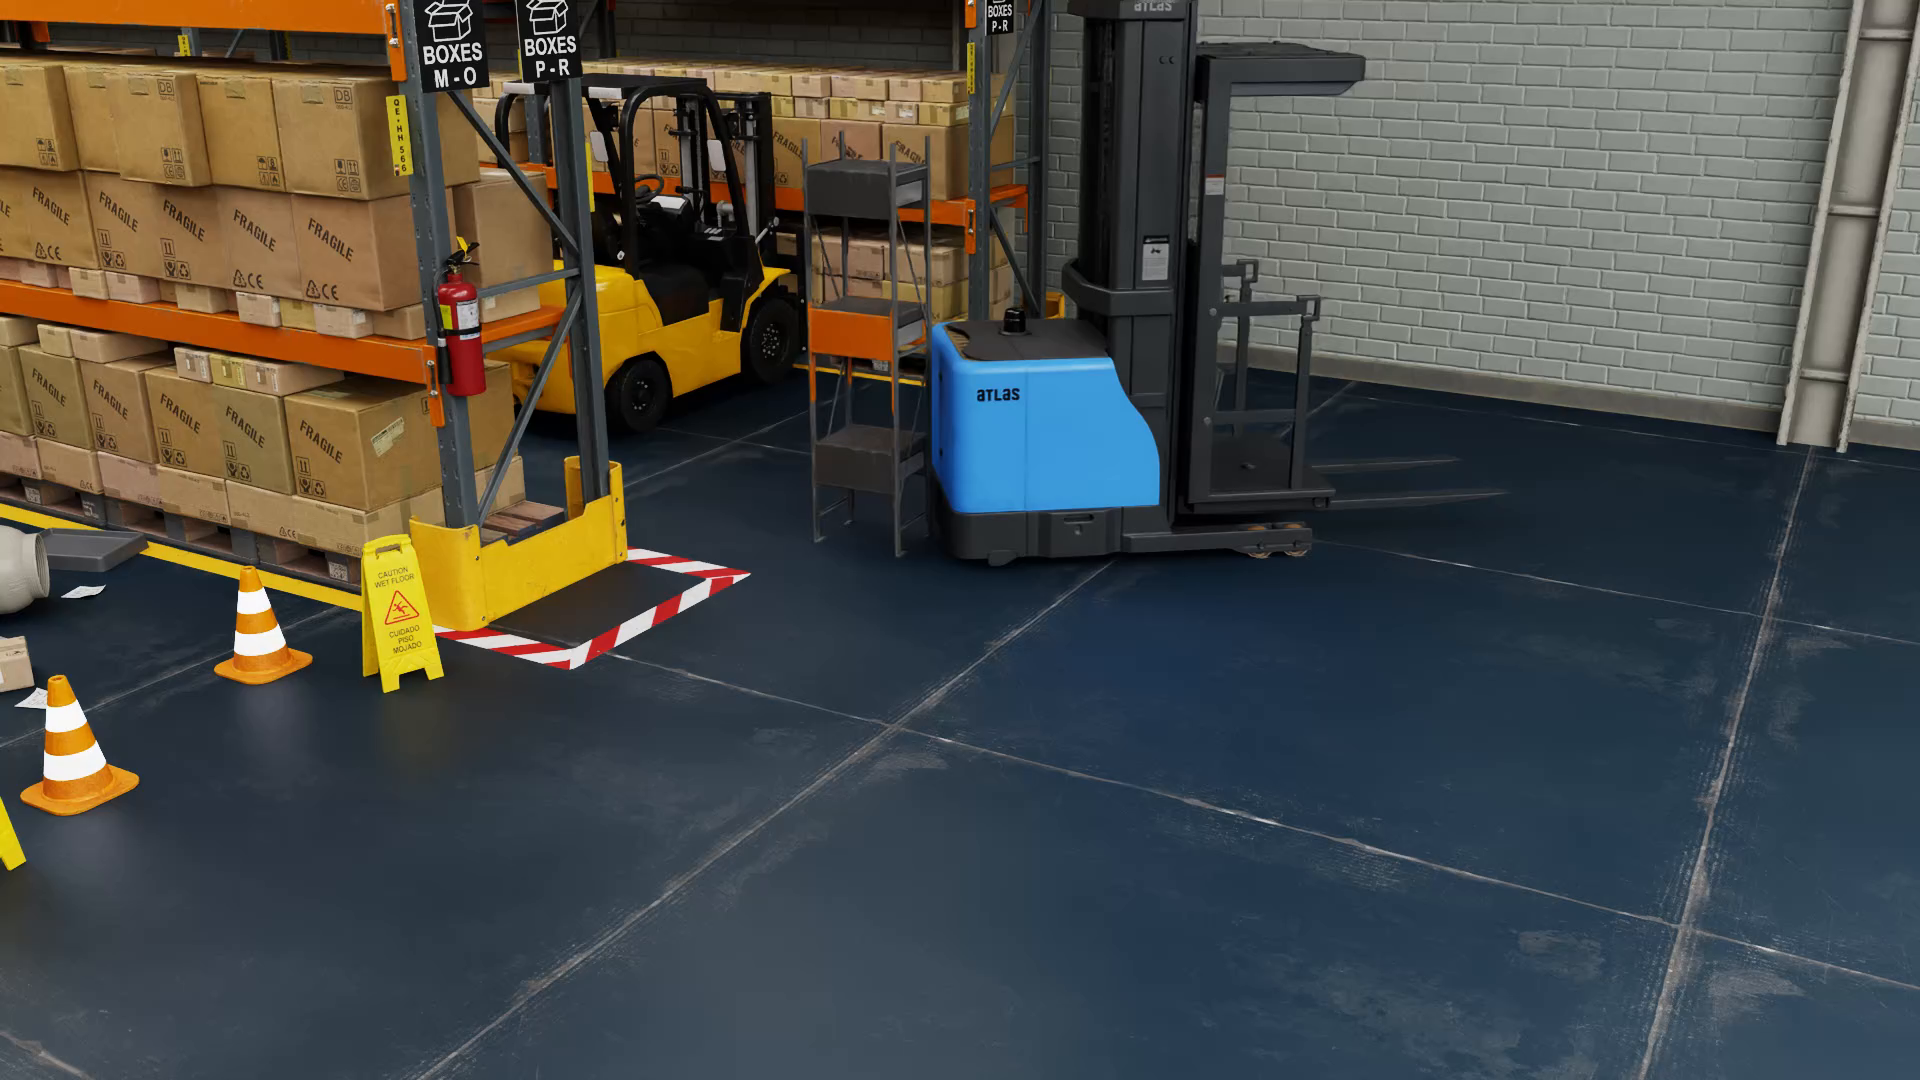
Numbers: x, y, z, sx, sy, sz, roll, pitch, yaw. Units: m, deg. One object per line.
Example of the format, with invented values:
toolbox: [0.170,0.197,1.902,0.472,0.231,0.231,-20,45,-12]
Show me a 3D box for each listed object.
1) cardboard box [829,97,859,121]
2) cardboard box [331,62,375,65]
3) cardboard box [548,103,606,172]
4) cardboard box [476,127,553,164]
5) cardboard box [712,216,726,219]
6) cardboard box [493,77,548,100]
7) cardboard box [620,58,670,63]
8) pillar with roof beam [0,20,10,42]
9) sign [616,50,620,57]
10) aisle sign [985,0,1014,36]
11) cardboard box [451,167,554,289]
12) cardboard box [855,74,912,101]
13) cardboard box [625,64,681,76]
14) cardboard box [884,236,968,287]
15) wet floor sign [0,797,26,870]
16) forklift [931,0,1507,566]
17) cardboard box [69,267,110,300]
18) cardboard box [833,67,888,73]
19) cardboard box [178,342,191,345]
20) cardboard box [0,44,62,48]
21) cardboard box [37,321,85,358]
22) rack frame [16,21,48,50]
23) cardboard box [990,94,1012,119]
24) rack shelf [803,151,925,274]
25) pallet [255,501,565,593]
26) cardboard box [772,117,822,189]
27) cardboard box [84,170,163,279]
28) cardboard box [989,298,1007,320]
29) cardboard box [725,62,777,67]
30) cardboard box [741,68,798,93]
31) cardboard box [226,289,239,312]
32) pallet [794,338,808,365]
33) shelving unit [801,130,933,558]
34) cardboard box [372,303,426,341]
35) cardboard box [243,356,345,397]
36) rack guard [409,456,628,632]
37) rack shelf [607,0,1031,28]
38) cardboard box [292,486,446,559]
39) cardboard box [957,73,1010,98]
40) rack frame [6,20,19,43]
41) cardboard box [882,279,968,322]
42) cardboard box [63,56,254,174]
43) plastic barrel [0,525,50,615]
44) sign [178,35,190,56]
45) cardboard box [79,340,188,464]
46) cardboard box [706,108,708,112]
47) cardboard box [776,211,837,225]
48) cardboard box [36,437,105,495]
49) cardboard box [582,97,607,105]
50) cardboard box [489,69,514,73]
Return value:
cardboard box: [-0.732,-3.112,11.946,0.250,0.149,0.380,11,22,27]
cardboard box: [-5.521,-4.243,15.065,0.250,0.149,0.380,10,22,26]
cardboard box: [-2.880,-3.206,13.159,0.500,0.500,0.500,10,22,26]
cardboard box: [-3.707,-3.246,13.636,0.500,0.250,0.500,11,23,29]
cardboard box: [-1.989,-2.345,12.880,0.500,0.250,0.500,12,23,29]
cardboard box: [-3.546,-3.654,13.441,0.250,0.149,0.380,12,23,29]
cardboard box: [-2.515,-3.786,13.368,0.250,0.149,0.380,10,22,26]
pillar with roof beam: [-12.392,-6.564,13.764,0.400,9.000,9.100,11,23,27]
sign: [-2.870,-3.921,13.889,0.005,0.325,0.100,11,23,27]
aisle sign: [0.267,-3.770,11.046,0.004,0.787,0.394,11,23,27]
cardboard box: [-2.343,-1.516,8.062,0.500,0.500,0.500,10,22,26]
cardboard box: [-0.535,-3.202,11.758,0.250,0.149,0.380,11,23,28]
cardboard box: [-2.332,-3.532,12.668,0.250,0.149,0.380,11,23,28]
cardboard box: [-0.202,-2.004,11.942,0.500,0.250,0.500,12,23,29]
wet floor sign: [-3.400,0.845,5.589,0.232,0.644,0.267,7,21,18]
forklift: [1.386,-1.458,8.585,3.031,2.935,1.130,-3,20,-8]
cardboard box: [-4.326,-1.351,8.560,0.250,0.149,0.380,11,23,28]
cardboard box: [-0.737,-3.432,12.394,0.250,0.149,0.380,12,23,29]
cardboard box: [-4.019,-0.903,9.272,0.500,0.500,0.500,12,23,30]
cardboard box: [-9.358,-4.653,16.530,0.500,0.500,0.700,11,23,28]
cardboard box: [-4.644,-1.093,8.845,0.250,0.149,0.380,12,23,29]
rack frame: [-5.557,-1.833,9.519,0.127,3.000,1.000,11,23,27]
cardboard box: [0.183,-3.131,12.001,0.250,0.149,0.380,10,22,26]
rack shelf: [-0.460,-1.638,8.290,0.480,0.518,0.431,9,22,24]
pallet: [-2.823,-0.015,8.597,1.213,0.211,1.003,11,23,27]
cardboard box: [-1.101,-2.871,12.233,0.500,0.500,0.500,10,22,26]
cardboard box: [-3.976,-1.621,8.353,0.500,0.500,0.500,11,23,28]
cardboard box: [0.019,-1.690,12.543,0.500,0.250,0.500,11,23,28]
cardboard box: [-1.611,-3.617,12.904,0.250,0.149,0.380,11,22,27]
cardboard box: [-1.405,-3.388,12.271,0.250,0.149,0.380,11,23,28]
cardboard box: [-3.379,-1.224,8.210,0.250,0.149,0.380,11,23,28]
pallet: [-1.397,-1.653,13.112,1.213,0.211,1.003,11,23,27]
shelving unit: [-0.460,-0.993,8.524,0.503,2.100,0.431,9,22,24]
cardboard box: [-2.496,-1.048,7.723,0.250,0.149,0.380,12,23,29]
cardboard box: [-3.245,-0.826,8.110,0.250,0.149,0.380,12,23,29]
rack guard: [-2.131,-0.005,8.146,0.348,0.500,1.175,11,23,27]
rack shelf: [-1.394,-4.050,12.288,4.000,0.370,1.077,11,23,27]
cardboard box: [-2.923,-0.131,8.243,0.500,0.250,0.500,11,23,27]
cardboard box: [0.163,-3.257,11.911,0.250,0.149,0.380,10,22,26]
rack frame: [-10.124,-4.641,17.262,0.127,3.000,1.000,11,23,27]
cardboard box: [-0.225,-1.774,12.039,0.500,0.250,0.500,10,22,27]
cardboard box: [-3.919,-2.109,8.232,0.500,0.500,0.700,11,22,27]
plastic barrel: [-4.607,0.151,7.828,0.512,0.421,0.421,-7,21,-20]
sign: [-6.888,-4.320,14.794,0.005,0.325,0.100,11,23,27]
cardboard box: [-4.249,-0.739,8.821,0.500,0.500,0.500,12,23,30]
cardboard box: [-1.886,-3.310,12.494,0.250,0.149,0.380,10,22,26]
cardboard box: [-1.288,-2.413,13.067,0.500,0.250,0.500,10,22,26]
cardboard box: [-4.702,-0.474,9.188,0.500,0.250,0.500,12,23,30]
cardboard box: [-2.763,-3.489,12.987,0.250,0.149,0.380,11,23,29]
cardboard box: [-4.001,-3.924,14.185,0.250,0.149,0.380,11,22,27]
